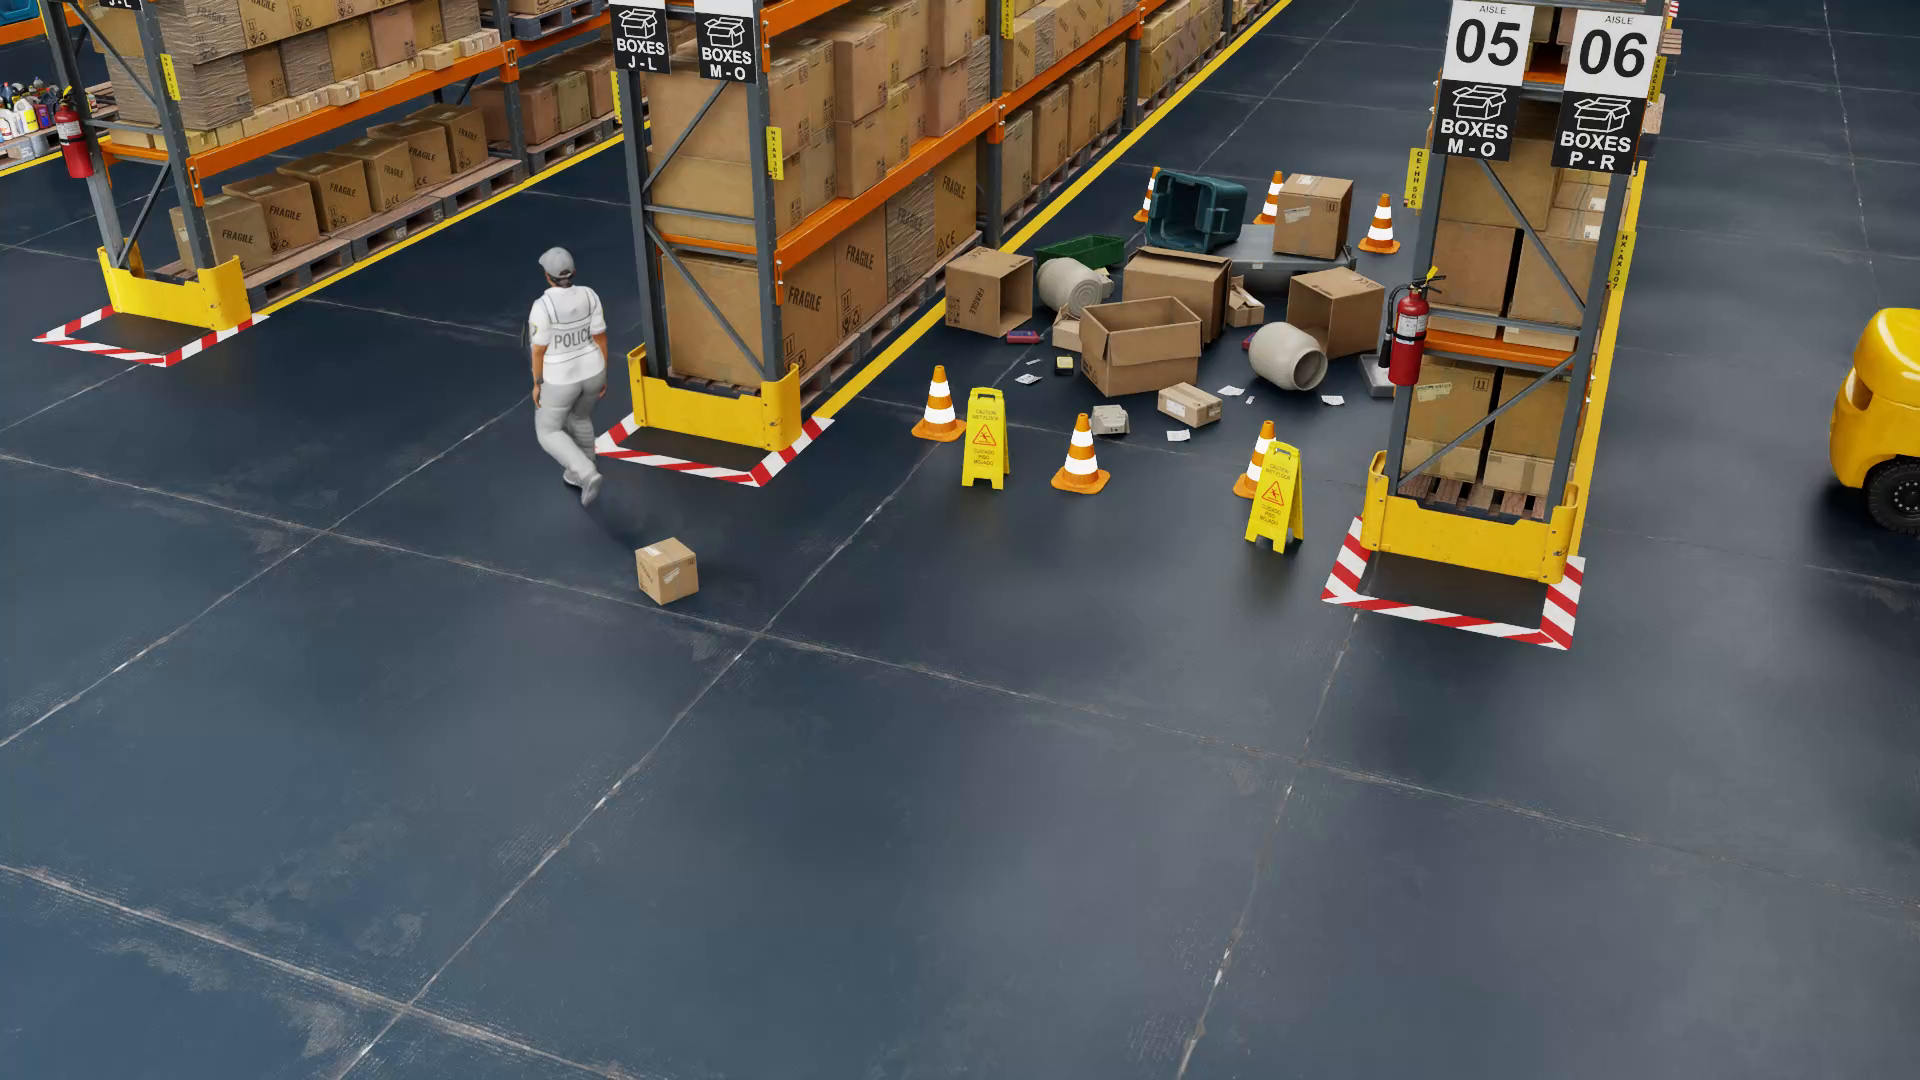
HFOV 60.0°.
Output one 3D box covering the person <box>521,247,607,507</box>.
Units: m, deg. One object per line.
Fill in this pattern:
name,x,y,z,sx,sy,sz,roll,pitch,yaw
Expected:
person,-2.355,-0.987,10.081,0.655,1.641,0.471,26,39,37
